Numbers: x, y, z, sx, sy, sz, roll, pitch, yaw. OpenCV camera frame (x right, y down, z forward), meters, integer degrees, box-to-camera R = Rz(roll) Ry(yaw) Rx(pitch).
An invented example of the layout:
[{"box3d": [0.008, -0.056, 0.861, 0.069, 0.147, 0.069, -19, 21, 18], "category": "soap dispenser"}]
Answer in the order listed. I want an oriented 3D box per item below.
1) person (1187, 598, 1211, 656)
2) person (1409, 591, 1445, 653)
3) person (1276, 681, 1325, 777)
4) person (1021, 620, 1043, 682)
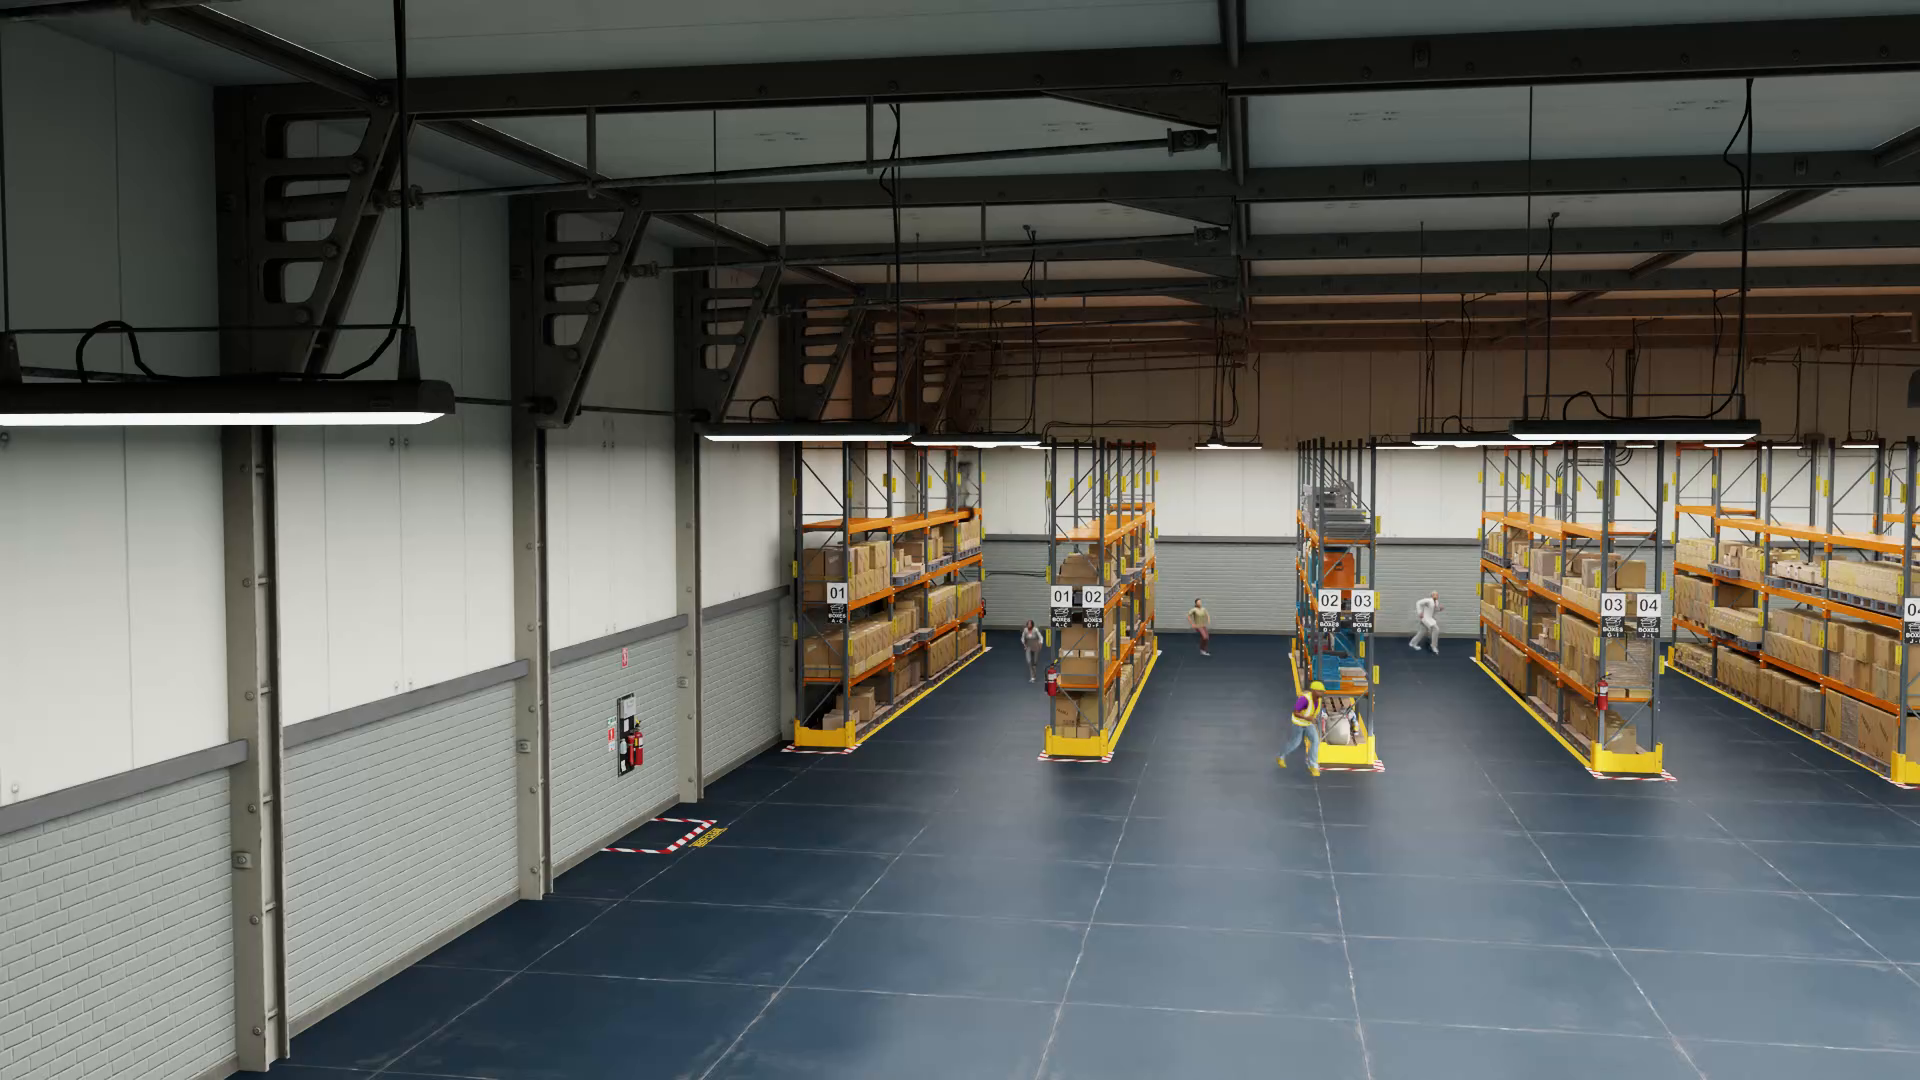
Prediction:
[{"box3d": [6.742, 2.442, 46.597, 0.638, 1.613, 0.606, -1, 3, -26], "category": "person"}, {"box3d": [13.351, 2.346, 47.604, 1.031, 1.780, 0.696, 2, 4, 35], "category": "person"}, {"box3d": [6.082, 3.334, 29.649, 0.745, 1.713, 1.048, -3, 4, -42], "category": "person"}, {"box3d": [1.808, 2.765, 41.662, 0.564, 1.568, 0.682, 0, 3, 8], "category": "person"}]
